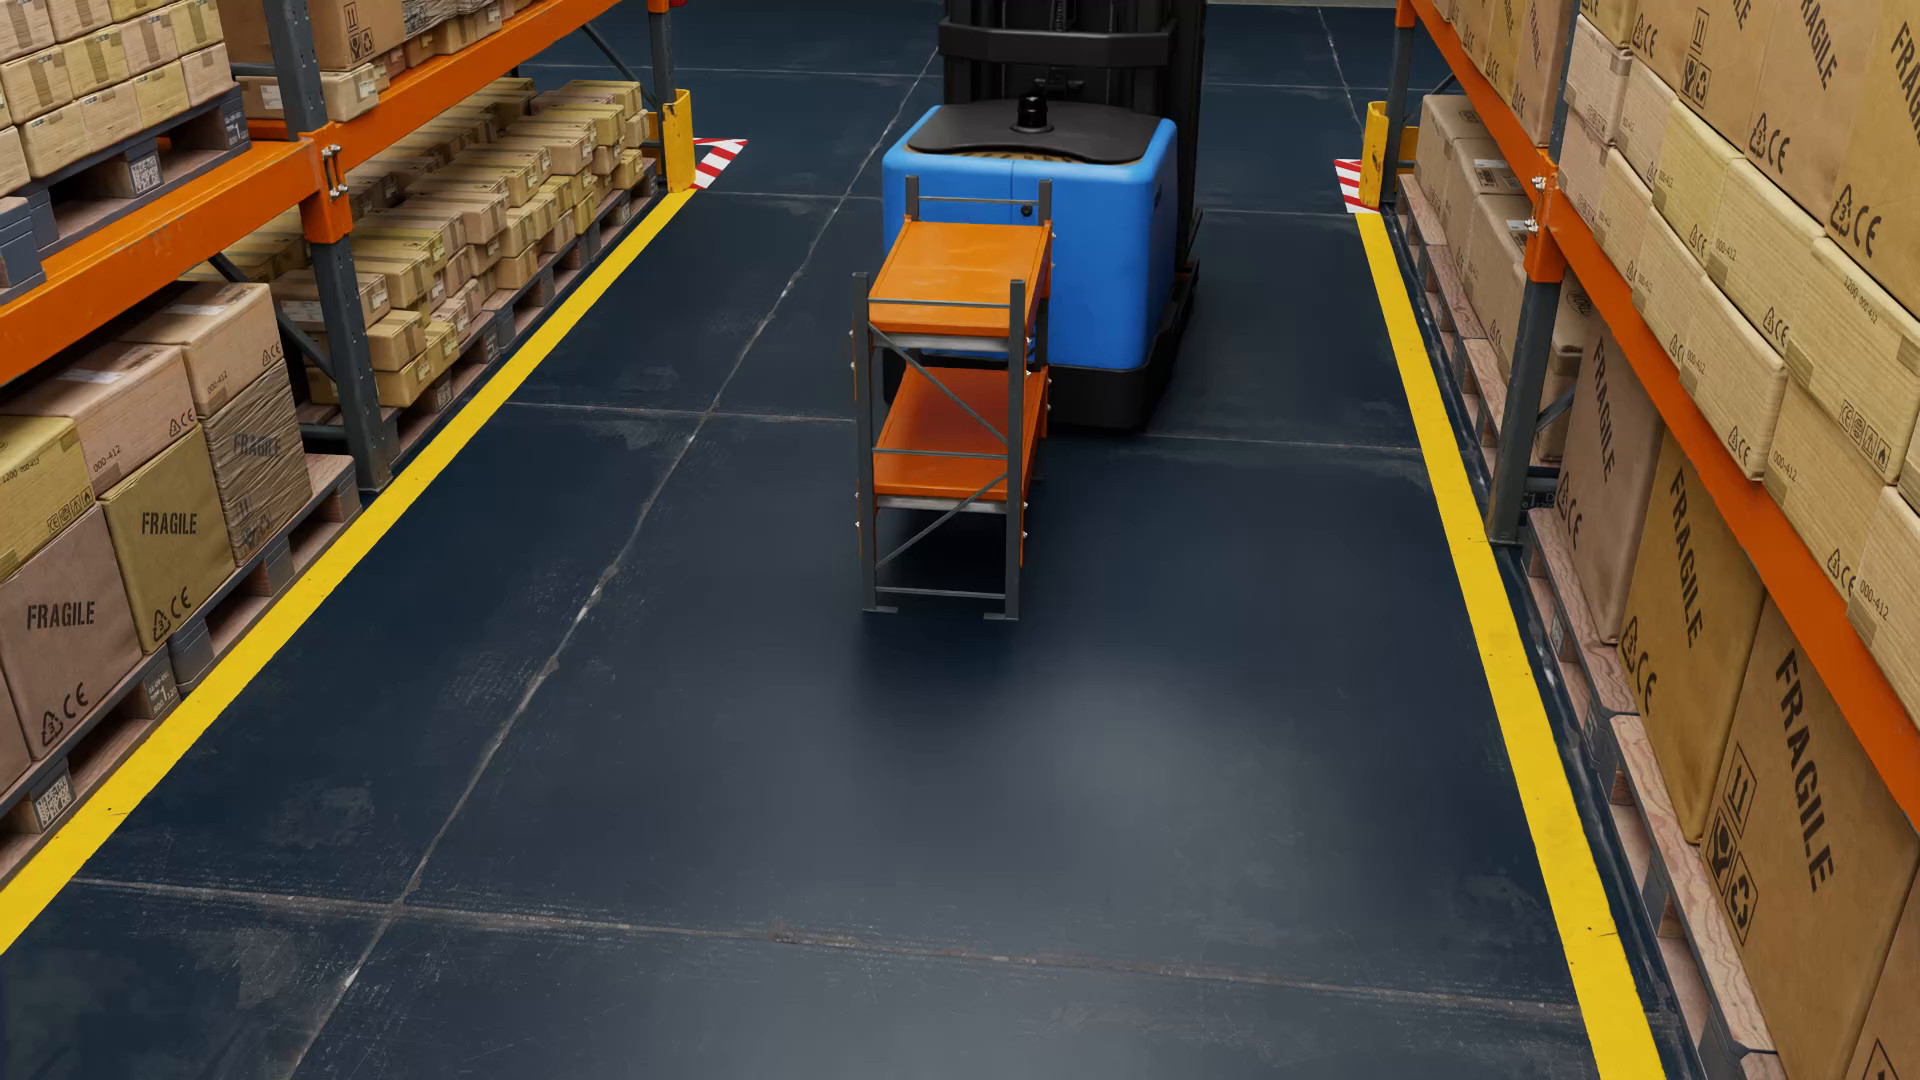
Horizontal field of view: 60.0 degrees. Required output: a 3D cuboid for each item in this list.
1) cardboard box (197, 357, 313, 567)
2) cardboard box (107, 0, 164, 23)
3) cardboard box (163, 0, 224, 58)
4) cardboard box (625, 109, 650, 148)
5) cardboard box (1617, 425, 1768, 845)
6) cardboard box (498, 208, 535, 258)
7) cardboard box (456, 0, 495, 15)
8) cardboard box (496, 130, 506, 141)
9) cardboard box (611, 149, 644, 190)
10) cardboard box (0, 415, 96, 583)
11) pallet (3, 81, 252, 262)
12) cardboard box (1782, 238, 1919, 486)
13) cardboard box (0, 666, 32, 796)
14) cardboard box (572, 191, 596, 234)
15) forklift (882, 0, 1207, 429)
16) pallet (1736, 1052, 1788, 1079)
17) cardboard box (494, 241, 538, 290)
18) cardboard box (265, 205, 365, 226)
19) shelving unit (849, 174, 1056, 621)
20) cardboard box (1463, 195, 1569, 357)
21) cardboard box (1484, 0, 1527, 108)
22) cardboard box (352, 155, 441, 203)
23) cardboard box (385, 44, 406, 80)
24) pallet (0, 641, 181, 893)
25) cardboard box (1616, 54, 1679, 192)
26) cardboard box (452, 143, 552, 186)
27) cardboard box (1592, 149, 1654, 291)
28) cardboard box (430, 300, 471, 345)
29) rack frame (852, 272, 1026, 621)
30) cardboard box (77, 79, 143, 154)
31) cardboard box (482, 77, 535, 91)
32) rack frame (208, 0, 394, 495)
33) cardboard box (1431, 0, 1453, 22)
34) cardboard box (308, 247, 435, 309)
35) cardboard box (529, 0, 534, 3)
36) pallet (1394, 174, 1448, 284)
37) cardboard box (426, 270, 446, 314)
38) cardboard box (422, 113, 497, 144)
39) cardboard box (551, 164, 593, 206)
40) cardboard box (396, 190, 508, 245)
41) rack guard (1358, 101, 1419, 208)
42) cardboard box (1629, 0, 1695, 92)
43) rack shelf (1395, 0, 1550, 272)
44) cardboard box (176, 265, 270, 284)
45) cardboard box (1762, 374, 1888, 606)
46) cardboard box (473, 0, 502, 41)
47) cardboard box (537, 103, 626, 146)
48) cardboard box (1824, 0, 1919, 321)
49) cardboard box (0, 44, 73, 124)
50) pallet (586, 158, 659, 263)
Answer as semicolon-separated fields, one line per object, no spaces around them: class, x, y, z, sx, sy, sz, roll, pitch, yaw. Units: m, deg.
cardboard box;-2.443;-0.264;5.271;0.500;0.500;0.500;3;28;5
cardboard box;-2.490;-1.552;4.663;0.380;0.149;0.250;3;28;5
cardboard box;-2.455;-1.549;4.972;0.380;0.149;0.250;4;29;8
cardboard box;-1.894;-2.221;8.960;0.380;0.149;0.250;3;28;5
cardboard box;2.223;0.170;4.069;0.875;0.875;0.875;4;29;8
cardboard box;-2.117;-1.367;7.374;0.380;0.149;0.250;3;28;6
cardboard box;-2.140;-2.405;6.632;0.500;0.500;0.500;3;28;5
cardboard box;-2.463;-2.009;8.565;0.380;0.149;0.250;4;29;7
cardboard box;-1.901;-1.969;8.805;0.380;0.149;0.250;4;29;8
cardboard box;-2.569;-0.101;4.177;0.500;0.250;0.500;2;28;4
pallet;-2.840;-1.107;4.845;1.003;0.211;1.213;3;28;6
cardboard box;1.742;-0.300;2.776;0.500;0.250;0.500;3;28;5
cardboard box;-2.636;0.459;3.929;0.500;0.500;0.500;3;28;5
cardboard box;-2.005;-1.609;8.136;0.380;0.149;0.250;2;28;4
forklift;0.525;-2.400;7.114;1.130;2.935;3.031;6;29;11
pallet;2.004;1.441;2.853;1.003;0.211;1.213;3;28;6
cardboard box;-2.120;-1.239;7.449;0.380;0.149;0.250;3;28;5
cardboard box;-2.692;-1.275;6.890;0.380;0.149;0.250;4;29;8
shelving unit;0.001;-0.498;5.489;0.538;1.125;1.048;3;28;6
cardboard box;2.615;-1.070;6.833;0.875;0.438;0.875;3;28;5
cardboard box;2.184;-1.822;5.865;0.500;0.500;0.500;3;28;5
cardboard box;-2.591;-1.646;7.578;0.380;0.149;0.250;3;29;6
cardboard box;-2.304;-1.801;6.195;0.380;0.149;0.250;2;28;4
pallet;-2.843;0.627;4.363;1.003;0.211;1.213;3;28;6
cardboard box;1.953;-1.019;4.110;0.500;0.250;0.500;4;29;7
cardboard box;-2.134;-1.744;7.760;0.380;0.149;0.250;2;28;4
cardboard box;1.945;-0.801;4.233;0.500;0.250;0.500;3;28;5
cardboard box;-2.227;-0.871;6.767;0.380;0.149;0.250;3;28;6
rack frame;-0.061;-0.259;5.045;0.500;1.125;0.032;3;28;6
cardboard box;-2.518;-1.179;4.598;0.380;0.149;0.250;3;28;6
cardboard box;-2.513;-2.391;8.960;0.380;0.149;0.250;2;28;4
rack frame;-2.602;-1.543;5.451;1.000;3.000;0.127;3;28;6
cardboard box;2.355;-2.542;7.201;0.500;0.500;0.500;3;28;6
cardboard box;-2.262;-1.011;6.400;0.380;0.149;0.250;5;29;9
cardboard box;-2.117;-2.544;7.574;0.380;0.149;0.250;2;28;4
pallet;2.793;-1.577;8.455;1.003;0.211;1.213;3;28;6
cardboard box;-2.304;-0.997;6.687;0.380;0.149;0.250;3;28;6
cardboard box;-2.534;-2.021;8.275;0.380;0.149;0.250;2;28;4
cardboard box;-2.006;-1.732;8.052;0.380;0.149;0.250;4;29;7
cardboard box;-2.158;-1.372;7.070;0.380;0.149;0.250;4;29;7
rack guard;2.816;-2.096;9.114;1.175;0.500;0.348;3;28;6
cardboard box;1.949;-1.355;3.944;0.500;0.500;0.500;3;28;6
rack shelf;2.568;-1.927;6.924;1.077;0.370;4.000;3;28;6
cardboard box;-2.817;-0.917;6.226;0.380;0.149;0.250;4;29;8
cardboard box;1.762;-0.084;2.902;0.500;0.250;0.500;3;28;6
cardboard box;-2.130;-2.169;6.879;0.380;0.149;0.250;5;29;8
cardboard box;-1.919;-2.109;8.438;0.380;0.149;0.250;3;28;5
cardboard box;1.759;-0.638;2.612;0.500;0.500;0.500;3;28;6
cardboard box;-2.548;-1.180;4.285;0.380;0.149;0.250;2;28;5
pallet;-2.256;-1.782;8.835;1.003;0.211;1.213;3;28;6
